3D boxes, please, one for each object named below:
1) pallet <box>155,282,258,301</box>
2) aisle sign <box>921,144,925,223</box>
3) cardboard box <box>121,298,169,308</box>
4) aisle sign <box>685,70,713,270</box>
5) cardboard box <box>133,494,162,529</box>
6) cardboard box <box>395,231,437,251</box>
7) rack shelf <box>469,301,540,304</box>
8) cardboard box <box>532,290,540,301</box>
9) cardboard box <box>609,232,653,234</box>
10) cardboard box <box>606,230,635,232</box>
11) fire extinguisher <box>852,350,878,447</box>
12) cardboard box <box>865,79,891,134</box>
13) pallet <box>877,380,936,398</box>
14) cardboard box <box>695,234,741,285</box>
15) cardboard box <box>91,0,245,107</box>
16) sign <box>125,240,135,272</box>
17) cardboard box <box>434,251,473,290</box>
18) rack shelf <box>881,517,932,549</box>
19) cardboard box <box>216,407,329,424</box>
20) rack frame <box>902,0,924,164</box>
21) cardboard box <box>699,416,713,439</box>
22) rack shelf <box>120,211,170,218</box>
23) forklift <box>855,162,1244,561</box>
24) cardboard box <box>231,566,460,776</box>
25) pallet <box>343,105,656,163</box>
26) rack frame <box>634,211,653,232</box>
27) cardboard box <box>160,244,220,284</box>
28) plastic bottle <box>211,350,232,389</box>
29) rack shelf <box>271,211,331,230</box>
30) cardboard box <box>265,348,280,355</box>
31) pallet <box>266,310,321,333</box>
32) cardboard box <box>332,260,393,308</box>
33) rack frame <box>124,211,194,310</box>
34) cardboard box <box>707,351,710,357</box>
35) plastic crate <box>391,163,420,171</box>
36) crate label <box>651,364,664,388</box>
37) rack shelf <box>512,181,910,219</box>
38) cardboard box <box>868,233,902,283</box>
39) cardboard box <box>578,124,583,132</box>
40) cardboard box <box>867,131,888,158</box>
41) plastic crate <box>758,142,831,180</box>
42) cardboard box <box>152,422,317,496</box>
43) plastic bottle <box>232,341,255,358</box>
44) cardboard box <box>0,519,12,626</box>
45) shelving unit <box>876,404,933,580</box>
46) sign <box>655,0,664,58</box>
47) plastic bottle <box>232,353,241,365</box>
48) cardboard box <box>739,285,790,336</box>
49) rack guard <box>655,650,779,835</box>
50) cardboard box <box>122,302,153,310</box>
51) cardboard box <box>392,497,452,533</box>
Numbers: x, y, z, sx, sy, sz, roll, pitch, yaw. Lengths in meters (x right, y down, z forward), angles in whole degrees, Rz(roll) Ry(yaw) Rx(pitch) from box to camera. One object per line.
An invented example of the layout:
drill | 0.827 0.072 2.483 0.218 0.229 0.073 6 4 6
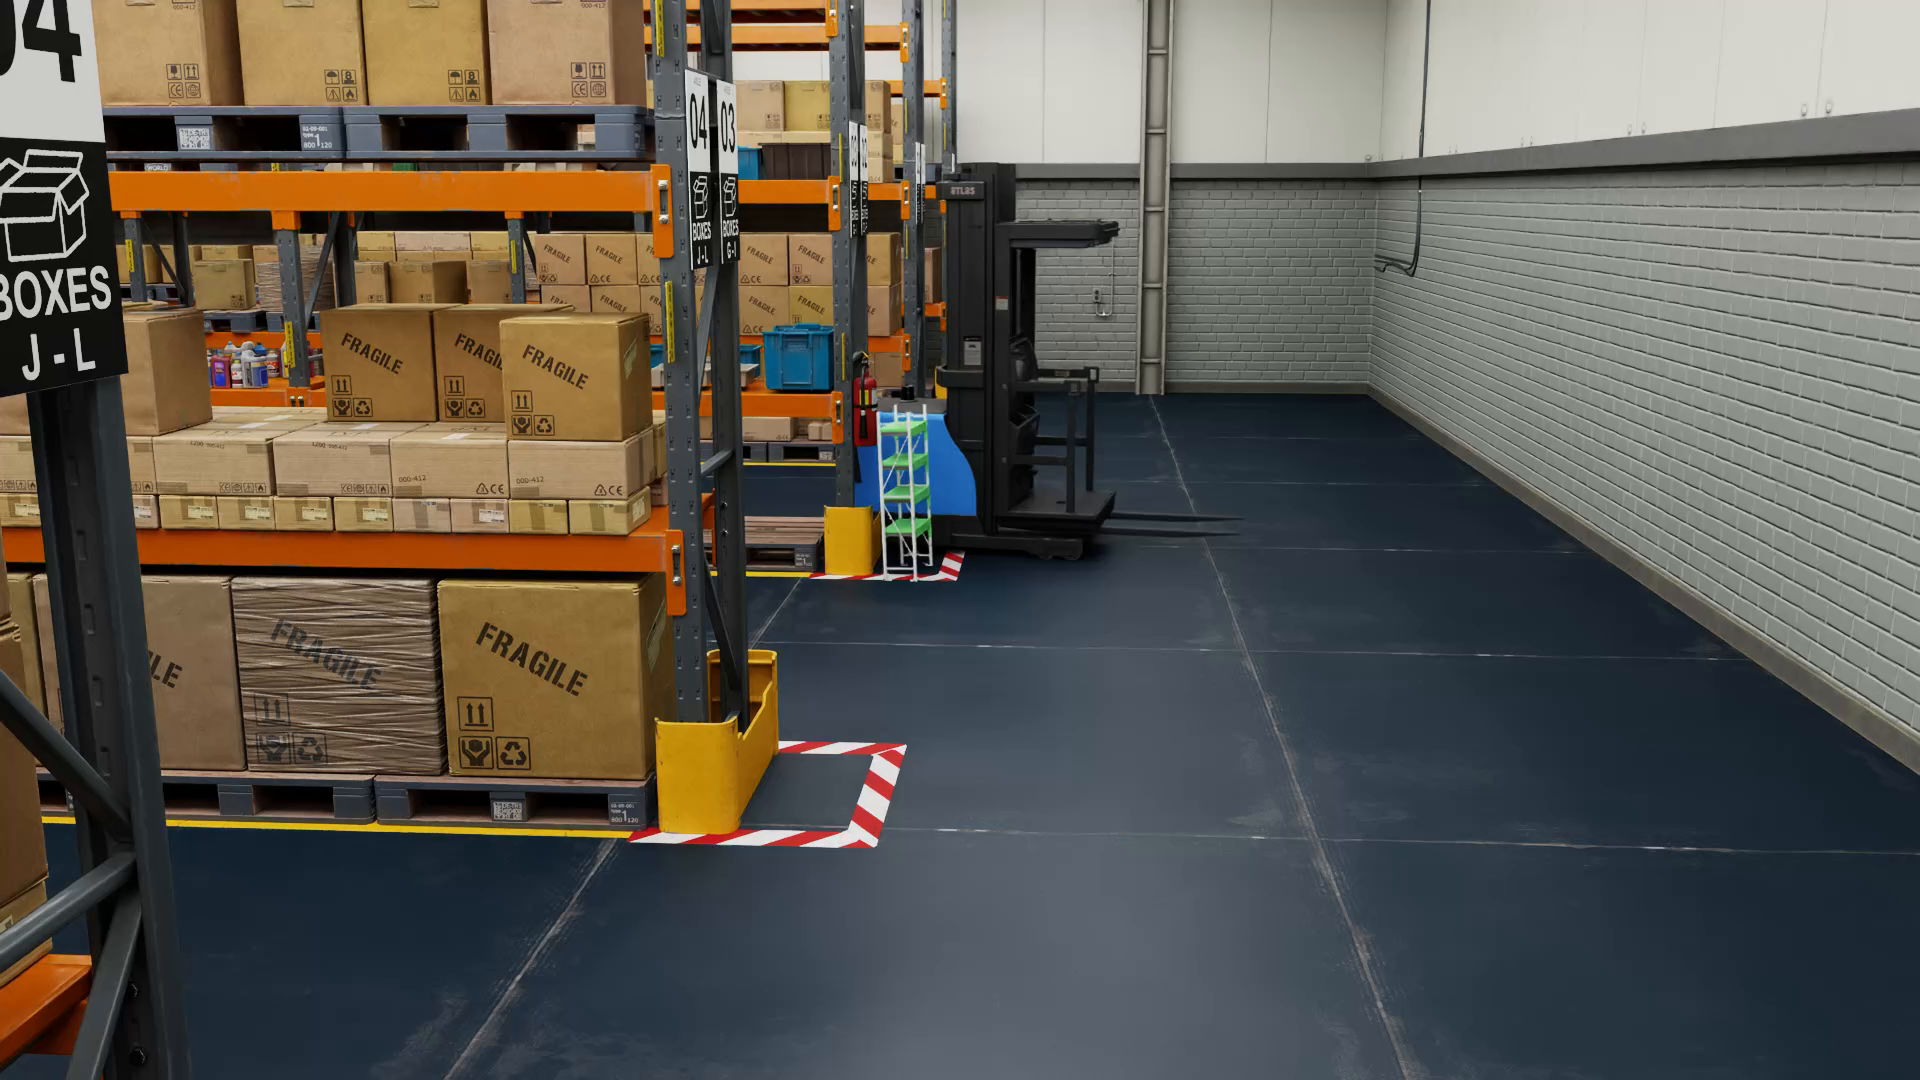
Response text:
pallet | -10.097 -3.386 22.598 1.213 0.211 1.003 1 12 4
aisle sign | -0.377 -3.671 17.143 0.004 0.787 0.394 1 12 4
cardboard box | -8.807 -2.419 17.726 0.500 0.311 0.500 2 12 7
aisle sign | -1.079 -1.526 6.889 0.004 0.787 0.394 1 12 4
cardboard box | -3.555 -0.158 7.312 0.250 0.149 0.380 1 12 4
cardboard box | -7.147 -3.967 22.053 0.500 0.250 0.500 1 12 3
rack shelf | -6.124 -3.082 22.431 4.000 0.370 1.077 1 12 4
cardboard box | -5.500 -3.260 22.091 0.250 0.149 0.380 1 12 4
cardboard box | -3.423 -2.972 17.465 0.500 0.500 0.500 1 12 3
cardboard box | -4.570 -4.037 22.392 0.500 0.250 0.500 1 12 6
fire extinguisher | -0.679 -1.013 11.882 0.183 0.674 0.296 1 12 4
cardboard box | -0.978 -4.350 16.725 0.500 0.500 0.700 1 12 4
pallet | -0.940 -1.982 22.227 1.213 0.211 1.003 1 12 4
cardboard box | -2.461 -2.848 16.870 0.500 0.500 0.500 1 12 6
cardboard box | -3.288 -2.100 7.139 0.500 0.500 0.700 1 12 6
sign | -8.481 -2.902 16.990 0.005 0.325 0.100 1 12 4
cardboard box | -6.635 -3.591 22.087 0.500 0.500 0.500 1 12 4
rack shelf | -0.382 -0.051 12.024 0.258 0.148 0.480 0 11 12
cardboard box | -3.132 -0.469 7.826 0.500 0.250 0.500 1 12 3
rack frame | -0.465 -5.276 16.513 0.127 3.000 1.000 1 12 4
cardboard box | -2.581 -1.363 17.482 0.637 0.503 0.797 1 12 4
rack shelf | -10.442 -3.593 17.548 4.000 0.370 1.077 1 12 4
forklift | 0.678 -1.395 12.780 3.031 2.935 1.130 3 12 12
cardboard box | -2.682 0.514 7.651 0.875 0.875 0.875 1 12 4
pallet | -1.871 -1.749 7.193 1.213 0.211 1.003 1 12 4
rack frame | -4.128 -3.407 22.227 0.127 3.000 1.000 1 12 4
cardboard box | -10.389 -3.755 22.572 0.500 0.500 0.700 2 12 12
plastic bottle | -5.439 -1.259 12.244 0.133 0.283 0.061 1 12 4
rack shelf | -6.786 -2.526 12.449 4.000 0.370 1.077 1 12 4
cardboard box | -9.348 -2.483 22.843 0.500 0.500 0.700 1 12 4
pallet | -6.506 -2.330 17.547 1.213 0.211 1.003 1 12 4
cardboard box | -6.223 -2.661 17.391 0.500 0.500 0.700 -2 12 -11
rack frame | -8.447 -2.449 17.651 0.127 3.000 1.000 1 12 4
cardboard box | -3.389 -2.357 22.291 0.500 0.500 0.700 1 12 4
plastic crate | -4.348 -2.803 12.534 0.662 0.188 0.450 1 12 4
crate label | -2.193 -1.208 12.215 0.243 0.136 0.396 1 12 4
rack shelf | -2.460 -3.483 17.025 4.000 0.370 1.077 1 12 4
cardboard box | -0.890 -2.938 17.301 0.500 0.500 0.500 1 12 5
cardboard box | -3.968 -4.402 16.975 0.500 0.500 0.700 1 12 4
cardboard box | -0.994 -3.934 16.569 0.500 0.250 0.500 1 12 4
plastic crate | -1.165 -2.794 12.294 0.590 0.269 0.497 1 12 4
cardboard box | -3.165 -0.361 7.307 0.500 0.250 0.500 1 12 4
plastic bottle | -5.592 -1.411 12.991 0.135 0.276 0.152 1 12 4
cardboard box | -1.993 -0.048 2.761 0.500 0.500 0.500 1 12 3
shelving unit | -0.393 -0.350 11.968 0.258 1.200 0.503 0 11 12
sign | -1.180 -2.068 6.534 0.005 0.325 0.100 1 12 4
plastic bottle | -5.582 -1.349 12.875 0.097 0.201 0.097 0 12 0
cardboard box | -1.945 -2.354 16.949 0.500 0.500 0.500 1 12 4
rack guard | -1.106 0.908 7.707 0.348 0.500 1.175 1 12 4
cardboard box | -4.145 -0.851 7.817 0.500 0.500 0.500 1 12 4
cardboard box | -2.268 -0.141 7.230 0.250 0.149 0.380 1 12 5
